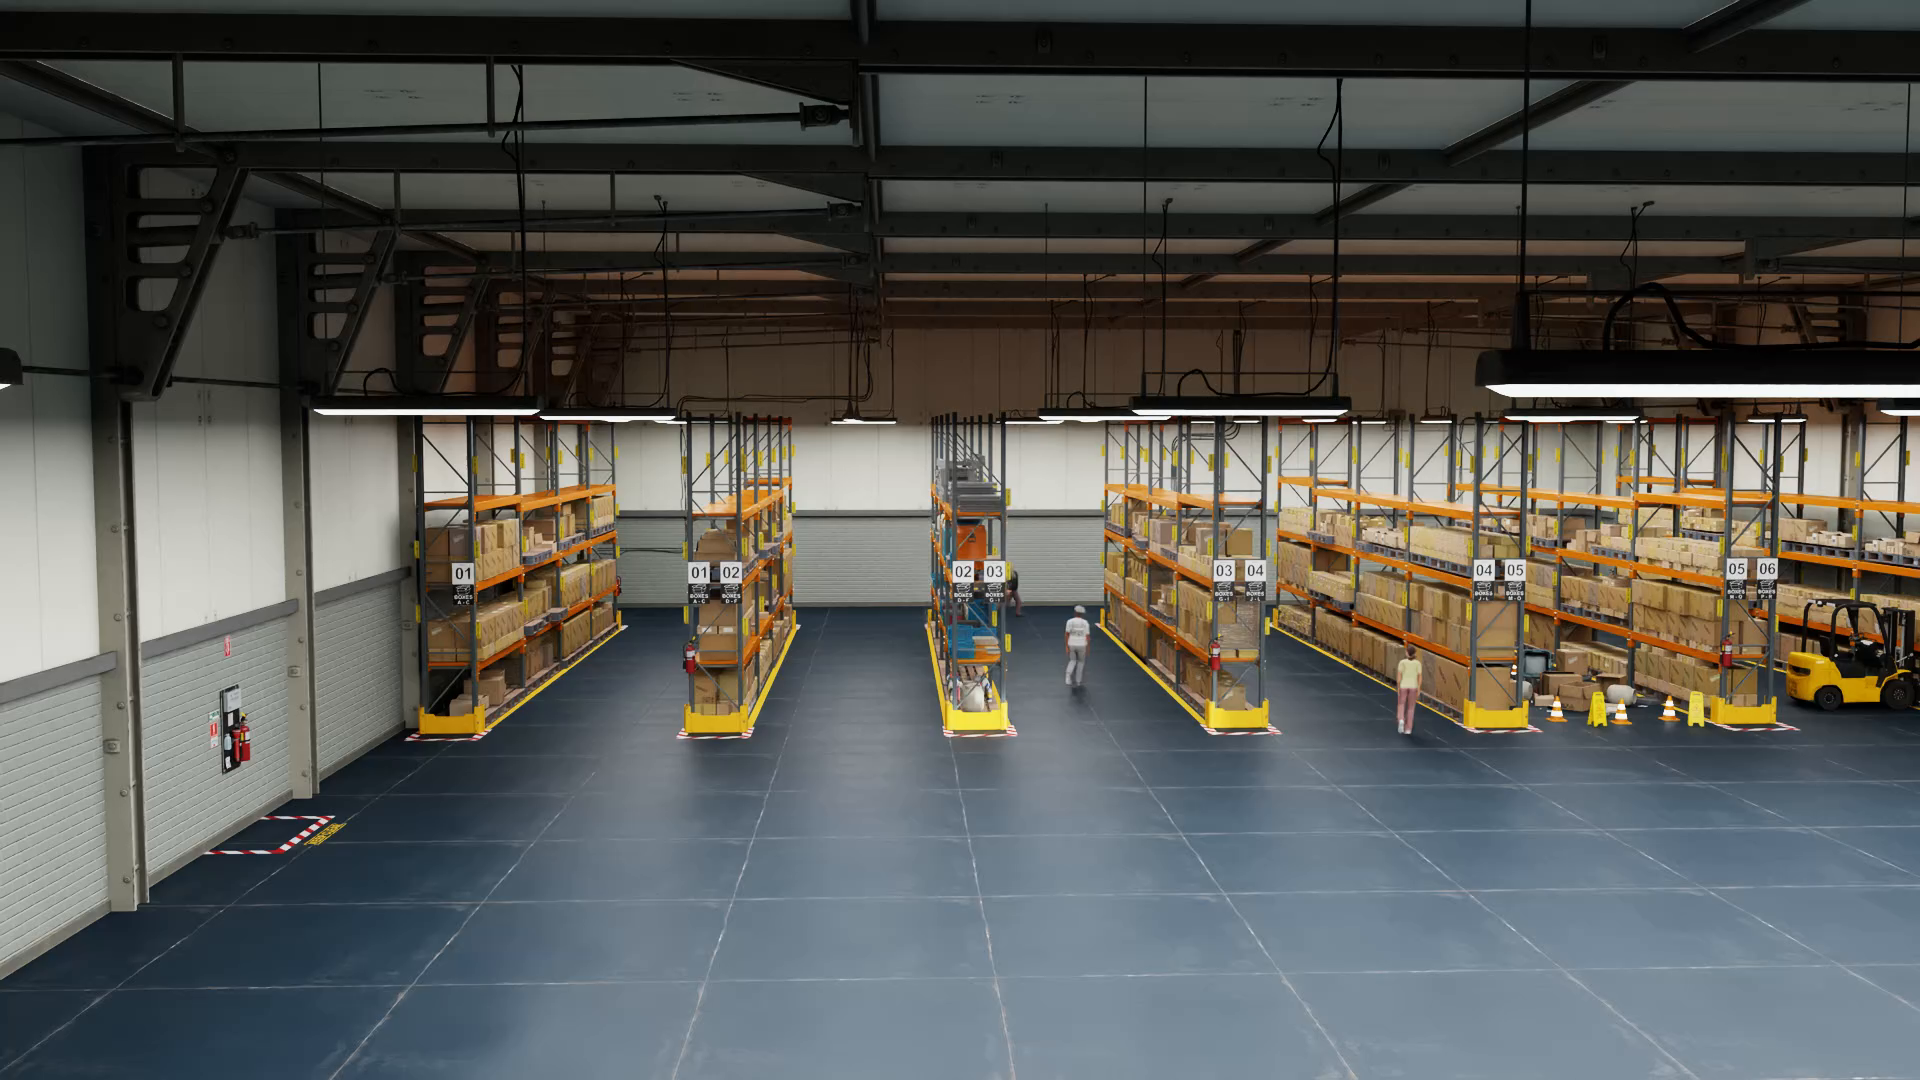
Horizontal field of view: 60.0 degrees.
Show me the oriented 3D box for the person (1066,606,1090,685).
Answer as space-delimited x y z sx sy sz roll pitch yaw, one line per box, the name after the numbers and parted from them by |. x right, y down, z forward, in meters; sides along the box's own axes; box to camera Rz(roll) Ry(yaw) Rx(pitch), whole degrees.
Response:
2.603 2.328 36.672 0.534 1.767 0.534 3 5 33 | person

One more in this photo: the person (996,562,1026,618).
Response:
1.490 1.506 49.732 0.968 1.675 0.625 1 4 18 | person

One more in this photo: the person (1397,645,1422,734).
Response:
8.331 2.778 30.834 0.444 1.662 0.525 2 4 25 | person

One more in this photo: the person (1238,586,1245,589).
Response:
8.090 1.522 48.976 0.630 1.730 1.026 1 4 9 | person
